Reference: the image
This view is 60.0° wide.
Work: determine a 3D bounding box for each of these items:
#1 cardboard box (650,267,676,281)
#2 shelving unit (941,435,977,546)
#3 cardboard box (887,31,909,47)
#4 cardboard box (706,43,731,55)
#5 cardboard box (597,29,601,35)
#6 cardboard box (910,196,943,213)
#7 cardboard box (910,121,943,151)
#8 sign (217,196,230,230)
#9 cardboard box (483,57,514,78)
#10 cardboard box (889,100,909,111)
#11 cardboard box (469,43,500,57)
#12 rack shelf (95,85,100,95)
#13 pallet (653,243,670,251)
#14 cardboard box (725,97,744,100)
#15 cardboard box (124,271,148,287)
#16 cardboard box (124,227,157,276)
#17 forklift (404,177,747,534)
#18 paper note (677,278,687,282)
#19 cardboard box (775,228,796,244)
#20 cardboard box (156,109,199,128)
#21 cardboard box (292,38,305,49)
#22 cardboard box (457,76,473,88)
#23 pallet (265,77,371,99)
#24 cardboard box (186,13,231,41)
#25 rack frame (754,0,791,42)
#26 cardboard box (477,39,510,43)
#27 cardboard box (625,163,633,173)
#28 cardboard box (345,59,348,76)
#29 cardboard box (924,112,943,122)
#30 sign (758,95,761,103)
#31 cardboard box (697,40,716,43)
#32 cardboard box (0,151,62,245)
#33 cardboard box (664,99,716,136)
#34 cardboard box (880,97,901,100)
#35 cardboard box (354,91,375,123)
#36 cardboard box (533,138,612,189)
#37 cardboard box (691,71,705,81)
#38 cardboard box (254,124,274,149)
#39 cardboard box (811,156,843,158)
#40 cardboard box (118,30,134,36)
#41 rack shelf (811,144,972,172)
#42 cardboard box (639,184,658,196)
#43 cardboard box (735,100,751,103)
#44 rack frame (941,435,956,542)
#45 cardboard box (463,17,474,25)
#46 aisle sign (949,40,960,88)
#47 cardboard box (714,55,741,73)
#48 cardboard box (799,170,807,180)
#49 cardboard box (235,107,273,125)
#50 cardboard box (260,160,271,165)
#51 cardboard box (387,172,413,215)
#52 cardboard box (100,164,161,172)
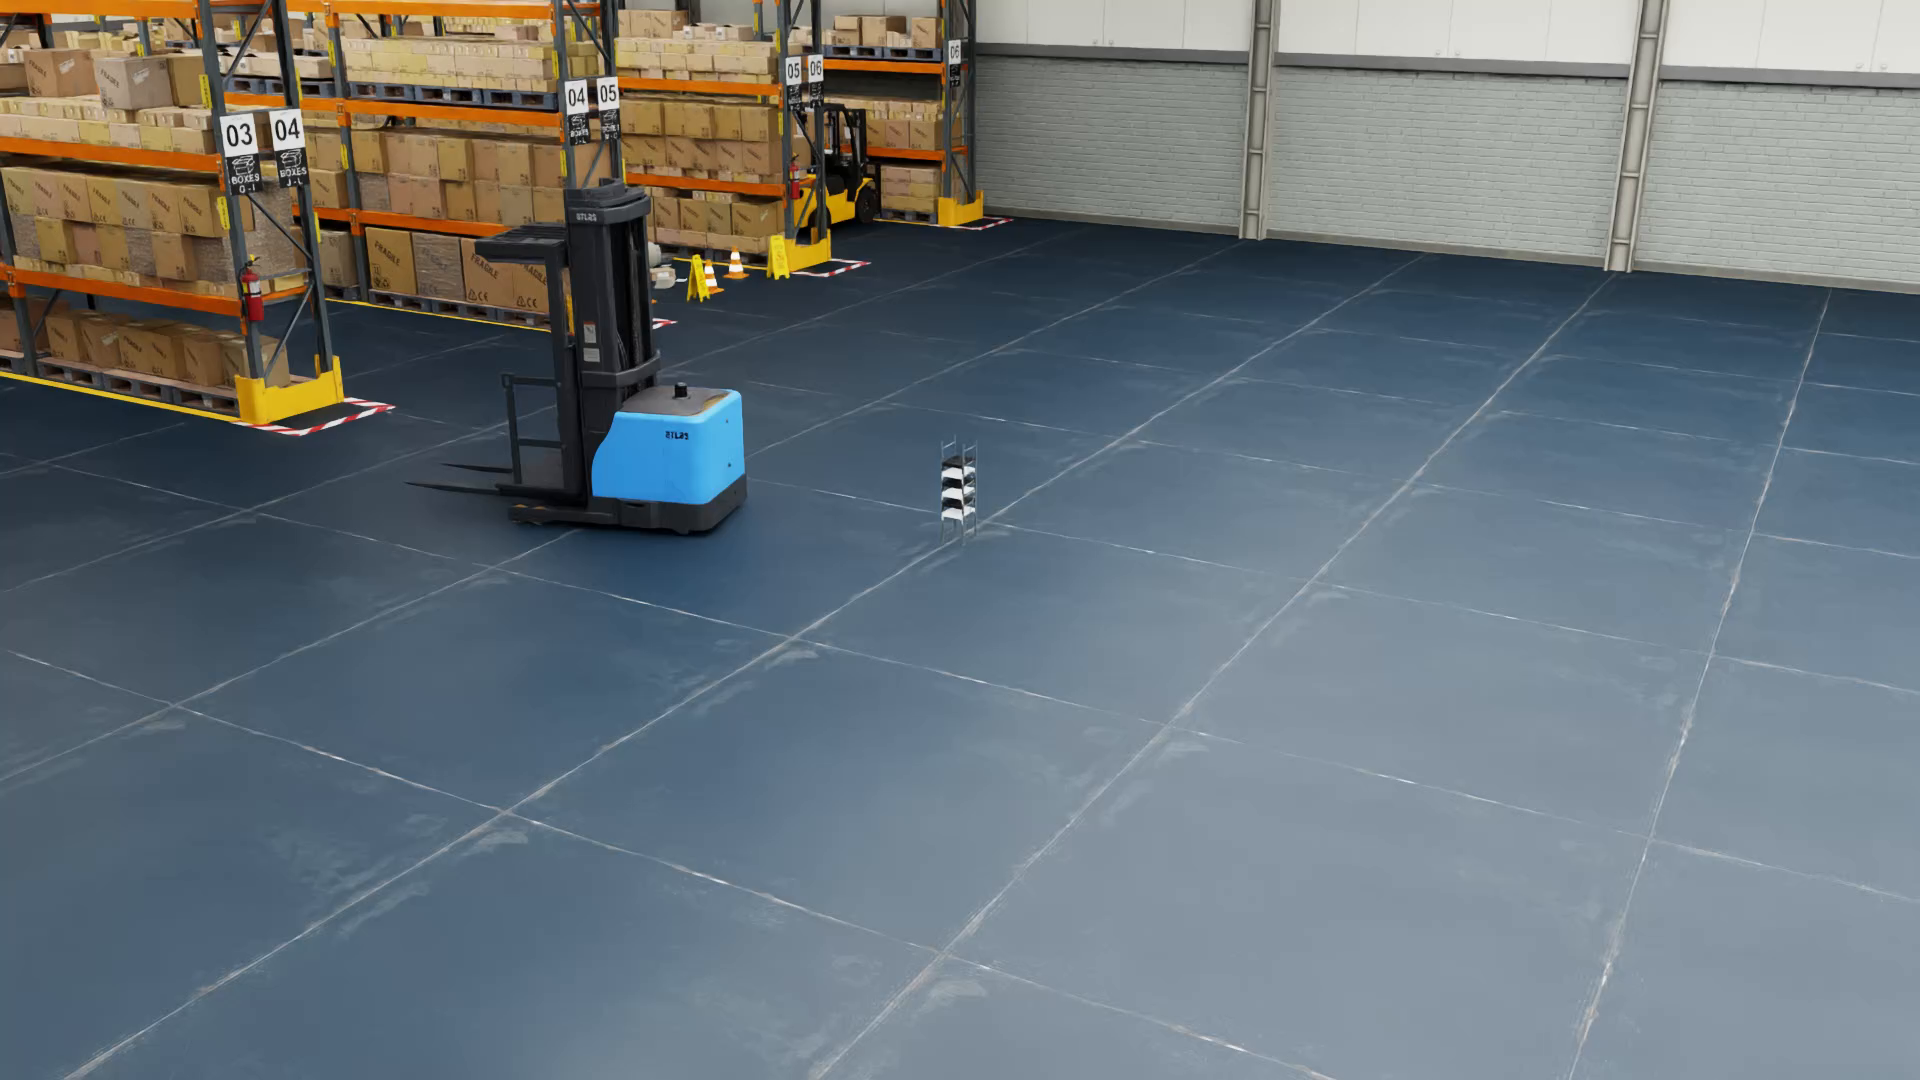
[{"bbox_3d":[-4.553,-4.047,25.303,0.380,0.149,0.250,-11,23,-29],"label":"cardboard box"},{"bbox_3d":[-0.007,-0.424,14.215,0.210,0.900,0.258,11,23,27],"label":"shelving unit"},{"bbox_3d":[-1.100,-8.929,29.619,0.258,0.266,0.396,11,23,27],"label":"cardboard box"},{"bbox_3d":[-3.708,-7.597,25.710,0.250,0.149,0.380,11,23,27],"label":"cardboard box"},{"bbox_3d":[-7.194,-10.238,33.426,0.250,0.149,0.380,11,23,28],"label":"cardboard box"},{"bbox_3d":[-0.571,-6.137,30.302,0.500,0.250,0.500,11,23,28],"label":"cardboard box"},{"bbox_3d":[-0.565,-7.299,29.942,0.500,0.500,0.500,10,22,26],"label":"cardboard box"},{"bbox_3d":[-7.546,-3.351,17.043,0.005,0.325,0.100,11,23,27],"label":"sign"},{"bbox_3d":[-5.750,-6.085,21.365,0.500,0.250,0.500,11,23,27],"label":"cardboard box"},{"bbox_3d":[-1.076,-7.868,30.122,0.250,0.149,0.380,11,23,28],"label":"cardboard box"},{"bbox_3d":[-6.095,-6.315,21.414,0.250,0.149,0.380,11,23,28],"label":"cardboard box"},{"bbox_3d":[-13.481,-7.015,25.961,4.000,0.370,1.077,11,23,27],"label":"rack shelf"},{"bbox_3d":[-5.313,-5.023,27.904,1.213,0.211,1.003,11,23,27],"label":"pallet"},{"bbox_3d":[-4.361,-8.526,32.374,0.250,0.149,0.380,11,22,27],"label":"cardboard box"},{"bbox_3d":[-8.968,-2.906,18.346,0.250,0.149,0.380,11,23,27],"label":"cardboard box"},{"bbox_3d":[-8.635,-3.250,18.343,0.500,0.500,0.875,11,23,27],"label":"cardboard box"},{"bbox_3d":[-3.521,-1.679,14.696,3.031,2.935,1.130,5,21,13],"label":"forklift"},{"bbox_3d":[-4.221,-3.939,25.180,0.142,0.019,0.148,3,20,9],"label":"paper note"},{"bbox_3d":[-2.994,-4.892,26.868,0.500,0.250,0.500,11,22,27],"label":"cardboard box"},{"bbox_3d":[-8.114,-4.391,17.309,0.250,0.149,0.380,10,22,25],"label":"cardboard box"},{"bbox_3d":[-11.967,-8.949,29.964,0.250,0.166,0.380,9,22,24],"label":"cardboard box"},{"bbox_3d":[-6.315,-5.982,21.665,0.250,0.149,0.380,11,23,28],"label":"cardboard box"},{"bbox_3d":[-9.067,-6.403,23.500,1.217,0.209,0.805,10,22,25],"label":"pallet"},{"bbox_3d":[-14.094,-9.684,31.349,0.637,0.503,0.797,13,24,31],"label":"cardboard box"},{"bbox_3d":[-3.499,-10.734,30.760,0.127,3.000,1.000,11,23,27],"label":"rack frame"},{"bbox_3d":[-6.219,-6.596,22.187,0.250,0.149,0.380,11,23,28],"label":"cardboard box"},{"bbox_3d":[-5.305,-6.108,27.173,0.250,0.149,0.380,11,23,27],"label":"cardboard box"},{"bbox_3d":[-8.648,-6.711,23.503,0.396,0.266,0.258,10,22,26],"label":"cardboard box"},{"bbox_3d":[-0.446,-7.575,29.750,0.250,0.149,0.380,11,23,28],"label":"cardboard box"},{"bbox_3d":[-3.755,-8.258,31.149,0.005,0.325,0.100,11,23,27],"label":"sign"},{"bbox_3d":[-3.949,-7.819,26.323,0.250,0.149,0.380,11,23,28],"label":"cardboard box"},{"bbox_3d":[-11.375,-4.138,19.880,1.000,1.000,1.000,11,23,28],"label":"cardboard box"},{"bbox_3d":[-4.278,-6.712,26.421,0.500,0.500,0.700,11,22,27],"label":"cardboard box"},{"bbox_3d":[-1.278,-8.108,30.784,0.250,0.149,0.380,10,22,26],"label":"cardboard box"},{"bbox_3d":[-10.440,-7.709,29.605,0.500,0.500,0.500,11,23,28],"label":"cardboard box"},{"bbox_3d":[-5.055,-4.931,21.757,0.550,0.550,0.875,11,23,27],"label":"cardboard box"},{"bbox_3d":[-3.977,-7.260,25.949,0.250,0.149,0.380,10,22,26],"label":"cardboard box"},{"bbox_3d":[-7.552,-4.317,17.688,0.500,0.250,0.500,12,23,29],"label":"cardboard box"},{"bbox_3d":[-2.525,-7.185,31.723,0.500,0.250,0.500,10,22,27],"label":"cardboard box"},{"bbox_3d":[-12.645,-7.693,25.506,0.258,0.266,0.396,11,23,27],"label":"cardboard box"},{"bbox_3d":[-1.753,-7.243,30.989,4.000,0.370,1.077,11,23,27],"label":"rack shelf"},{"bbox_3d":[-5.004,-5.696,27.033,0.250,0.149,0.380,12,23,29],"label":"cardboard box"},{"bbox_3d":[-4.140,-8.294,31.733,0.250,0.149,0.380,10,22,27],"label":"cardboard box"},{"bbox_3d":[-0.096,-0.441,14.262,0.006,0.900,0.240,11,23,27],"label":"rack frame"},{"bbox_3d":[-9.968,-10.662,34.131,0.250,0.149,0.380,10,22,26],"label":"cardboard box"},{"bbox_3d":[-0.093,-8.372,29.235,0.004,0.787,0.394,11,23,27],"label":"aisle sign"},{"bbox_3d":[-3.435,-7.343,25.593,0.500,0.250,0.500,10,22,27],"label":"cardboard box"},{"bbox_3d":[-2.620,-5.770,26.242,0.250,0.149,0.380,11,23,28],"label":"cardboard box"},{"bbox_3d":[-7.385,-4.462,17.503,0.250,0.149,0.380,11,22,27],"label":"cardboard box"},{"bbox_3d":[-10.010,-5.796,24.333,0.500,0.500,0.700,11,22,27],"label":"cardboard box"},{"bbox_3d":[-7.423,-4.873,23.180,0.550,0.550,0.875,11,23,27],"label":"cardboard box"},{"bbox_3d":[-9.349,-3.983,18.897,0.500,0.500,0.500,11,23,27],"label":"cardboard box"}]
